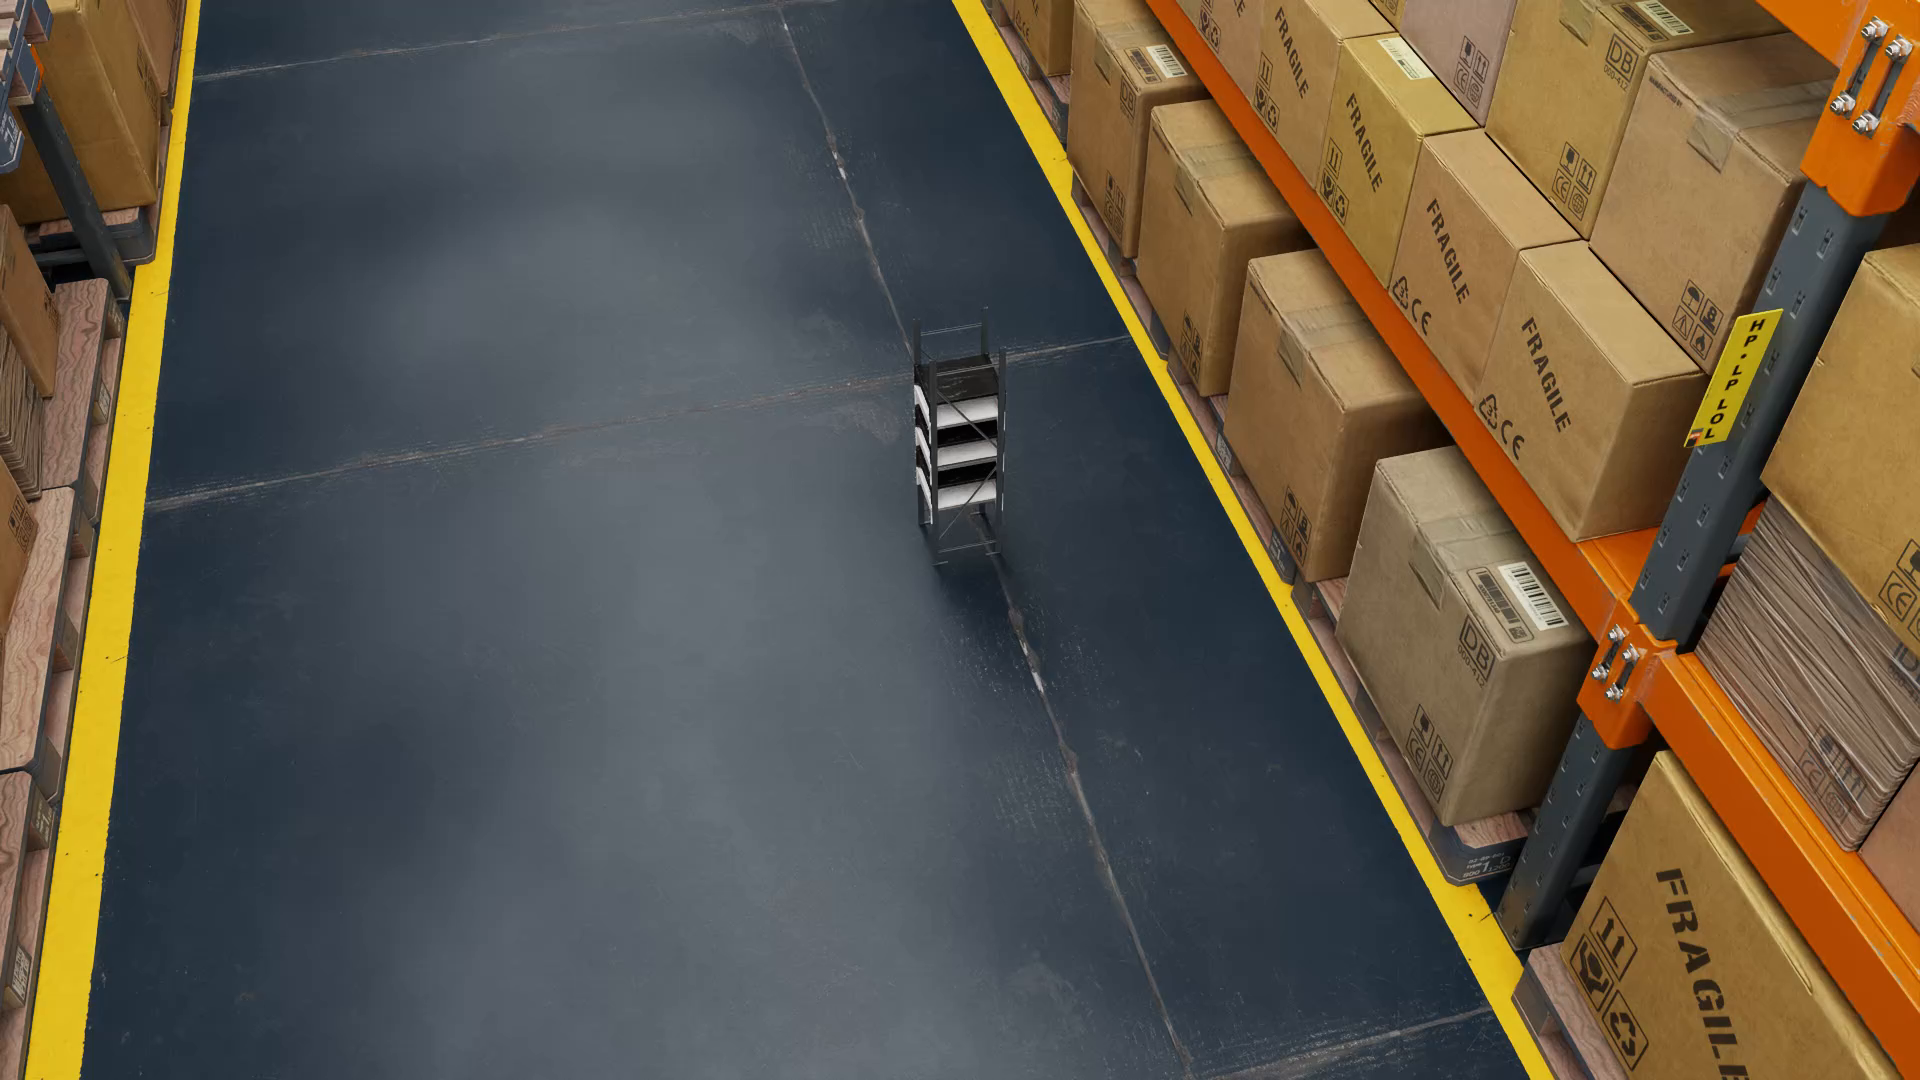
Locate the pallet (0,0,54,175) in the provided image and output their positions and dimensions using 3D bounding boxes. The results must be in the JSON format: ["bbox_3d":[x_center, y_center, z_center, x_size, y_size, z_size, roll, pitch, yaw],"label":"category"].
[{"bbox_3d":[-3.552,-1.420,5.175,1.213,0.211,1.003,-11,47,-10],"label":"pallet"}]

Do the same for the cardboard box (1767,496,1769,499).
[{"bbox_3d":[2.133,-0.482,4.052,0.500,0.500,0.500,-10,46,-10],"label":"cardboard box"}]

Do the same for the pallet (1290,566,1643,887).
[{"bbox_3d":[1.737,0.422,5.188,1.003,0.211,1.213,-11,47,-10],"label":"pallet"}]

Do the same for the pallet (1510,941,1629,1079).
[{"bbox_3d":[2.127,1.481,4.151,1.003,0.211,1.213,-11,47,-10],"label":"pallet"}]

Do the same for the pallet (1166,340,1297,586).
[{"bbox_3d":[1.421,-0.422,6.015,1.003,0.211,1.213,-11,47,-10],"label":"pallet"}]

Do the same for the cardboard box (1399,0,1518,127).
[{"bbox_3d":[1.612,-1.465,4.315,0.700,0.500,0.500,-10,46,-10],"label":"cardboard box"}]

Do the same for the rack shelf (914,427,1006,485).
[{"bbox_3d":[-0.002,-0.297,5.458,0.258,0.077,0.200,-11,47,-10],"label":"rack shelf"}]

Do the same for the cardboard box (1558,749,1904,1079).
[{"bbox_3d":[2.101,1.009,3.855,0.875,0.875,0.875,-10,46,-10],"label":"cardboard box"}]

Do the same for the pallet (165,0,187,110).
[{"bbox_3d":[-4.275,-2.382,7.937,1.003,0.211,1.213,-11,47,-10],"label":"pallet"}]

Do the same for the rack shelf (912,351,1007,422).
[{"bbox_3d":[-0.002,-0.486,5.265,0.258,0.077,0.200,-11,47,-10],"label":"rack shelf"}]

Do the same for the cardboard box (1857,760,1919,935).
[{"bbox_3d":[2.276,0.541,3.015,0.875,0.550,0.550,-11,47,-10],"label":"cardboard box"}]

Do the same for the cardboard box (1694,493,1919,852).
[{"bbox_3d":[2.114,0.165,3.383,0.875,0.550,0.550,-11,47,-10],"label":"cardboard box"}]

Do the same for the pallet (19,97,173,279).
[{"bbox_3d":[-3.966,-1.541,7.113,1.003,0.211,1.213,-11,47,-10],"label":"pallet"}]

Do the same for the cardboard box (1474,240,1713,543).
[{"bbox_3d":[1.616,-0.381,3.953,0.500,0.500,0.500,-11,47,-11],"label":"cardboard box"}]

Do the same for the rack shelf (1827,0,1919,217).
[{"bbox_3d":[2.520,0.548,1.516,1.077,0.370,4.000,-11,47,-10],"label":"rack shelf"}]

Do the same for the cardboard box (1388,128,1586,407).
[{"bbox_3d":[1.486,-0.730,4.295,0.500,0.500,0.500,-11,47,-11],"label":"cardboard box"}]

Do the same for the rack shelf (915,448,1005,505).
[{"bbox_3d":[-0.002,-0.234,5.522,0.258,0.077,0.200,-11,47,-10],"label":"rack shelf"}]

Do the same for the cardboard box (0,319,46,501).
[{"bbox_3d":[-3.492,-0.399,5.483,0.700,0.500,0.500,-14,47,-14],"label":"cardboard box"}]

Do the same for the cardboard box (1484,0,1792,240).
[{"bbox_3d":[1.741,-1.116,3.974,0.700,0.500,0.500,-11,47,-11],"label":"cardboard box"}]

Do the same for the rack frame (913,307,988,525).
[{"bbox_3d":[-0.028,-0.391,5.503,0.240,0.900,0.006,-11,47,-10],"label":"rack frame"}]

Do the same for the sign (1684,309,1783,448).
[{"bbox_3d":[1.486,-0.306,3.195,0.100,0.325,0.005,-11,47,-10],"label":"sign"}]

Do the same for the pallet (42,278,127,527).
[{"bbox_3d":[-3.638,-0.443,6.037,1.003,0.211,1.213,-11,47,-10],"label":"pallet"}]

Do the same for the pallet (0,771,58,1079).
[{"bbox_3d":[-3.014,1.241,4.386,1.003,0.211,1.213,-11,47,-10],"label":"pallet"}]

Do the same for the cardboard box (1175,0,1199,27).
[{"bbox_3d":[0.970,-2.121,5.659,0.500,0.500,0.500,-11,47,-11],"label":"cardboard box"}]

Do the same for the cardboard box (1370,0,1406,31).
[{"bbox_3d":[1.484,-1.814,4.657,0.700,0.500,0.500,-11,47,-11],"label":"cardboard box"}]

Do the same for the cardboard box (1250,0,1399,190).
[{"bbox_3d":[1.225,-1.429,4.980,0.500,0.500,0.500,-11,47,-11],"label":"cardboard box"}]

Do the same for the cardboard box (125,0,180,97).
[{"bbox_3d":[-4.214,-2.460,7.254,1.225,0.875,0.875,-11,47,-10],"label":"cardboard box"}]

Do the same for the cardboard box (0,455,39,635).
[{"bbox_3d":[-3.340,-0.009,5.100,0.700,0.500,0.500,-7,46,-7],"label":"cardboard box"}]

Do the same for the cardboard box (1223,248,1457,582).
[{"bbox_3d":[1.518,-0.473,5.395,1.050,0.750,0.750,-11,47,-10],"label":"cardboard box"}]

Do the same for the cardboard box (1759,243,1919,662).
[{"bbox_3d":[2.069,-0.204,2.989,0.875,0.550,0.550,-11,47,-10],"label":"cardboard box"}]

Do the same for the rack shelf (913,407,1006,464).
[{"bbox_3d":[-0.002,-0.360,5.394,0.258,0.077,0.200,-11,47,-10],"label":"rack shelf"}]

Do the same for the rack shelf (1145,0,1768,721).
[{"bbox_3d":[1.496,-1.164,5.294,1.077,0.370,4.000,-11,47,-10],"label":"rack shelf"}]

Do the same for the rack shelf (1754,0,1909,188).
[{"bbox_3d":[1.496,-2.214,4.223,1.077,0.370,4.000,-11,47,-10],"label":"rack shelf"}]

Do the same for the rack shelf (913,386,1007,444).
[{"bbox_3d":[-0.002,-0.423,5.329,0.258,0.077,0.200,-11,47,-10],"label":"rack shelf"}]

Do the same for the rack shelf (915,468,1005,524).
[{"bbox_3d":[-0.002,-0.171,5.586,0.258,0.077,0.200,-11,47,-10],"label":"rack shelf"}]

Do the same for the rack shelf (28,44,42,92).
[{"bbox_3d":[-3.325,-0.327,4.474,1.077,0.370,4.000,-11,47,-10],"label":"rack shelf"}]

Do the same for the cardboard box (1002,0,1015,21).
[{"bbox_3d":[0.433,-2.834,7.883,0.500,0.500,0.500,-9,46,-9],"label":"cardboard box"}]

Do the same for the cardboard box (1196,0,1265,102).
[{"bbox_3d":[1.099,-1.773,5.318,0.500,0.500,0.500,-11,47,-10],"label":"cardboard box"}]

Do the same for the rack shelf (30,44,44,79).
[{"bbox_3d":[-4.349,-3.088,7.180,1.077,0.370,4.000,-11,47,-10],"label":"rack shelf"}]

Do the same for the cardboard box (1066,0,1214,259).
[{"bbox_3d":[1.053,-1.719,6.616,1.050,0.750,0.750,-11,47,-11],"label":"cardboard box"}]

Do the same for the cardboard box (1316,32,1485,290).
[{"bbox_3d":[1.357,-1.079,4.637,0.500,0.500,0.500,-10,46,-10],"label":"cardboard box"}]

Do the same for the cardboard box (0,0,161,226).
[{"bbox_3d":[-3.994,-1.843,6.649,1.225,0.875,0.875,-13,47,-12],"label":"cardboard box"}]

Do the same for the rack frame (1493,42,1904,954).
[{"bbox_3d":[2.008,-0.035,3.684,1.000,3.000,0.127,-11,47,-10],"label":"rack frame"}]

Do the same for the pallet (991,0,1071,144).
[{"bbox_3d":[0.785,-2.360,7.915,1.003,0.211,1.213,-11,47,-10],"label":"pallet"}]

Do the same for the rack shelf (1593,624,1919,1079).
[{"bbox_3d":[2.520,1.598,2.587,1.077,0.370,4.000,-11,47,-10],"label":"rack shelf"}]

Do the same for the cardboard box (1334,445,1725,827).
[{"bbox_3d":[1.762,0.194,4.741,1.050,0.750,0.750,-11,47,-11],"label":"cardboard box"}]

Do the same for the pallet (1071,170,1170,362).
[{"bbox_3d":[1.113,-1.262,6.839,1.003,0.211,1.213,-11,47,-10],"label":"pallet"}]

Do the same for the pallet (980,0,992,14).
[{"bbox_3d":[0.476,-3.201,8.739,1.003,0.211,1.213,-11,47,-10],"label":"pallet"}]

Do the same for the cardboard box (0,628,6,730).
[{"bbox_3d":[-3.197,0.377,4.723,0.700,0.500,0.500,-14,47,-14],"label":"cardboard box"}]

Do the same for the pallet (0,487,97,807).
[{"bbox_3d":[-3.330,0.397,5.213,1.003,0.211,1.213,-11,47,-10],"label":"pallet"}]

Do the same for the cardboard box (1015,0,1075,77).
[{"bbox_3d":[0.562,-2.475,7.531,0.500,0.500,0.500,-11,47,-11],"label":"cardboard box"}]

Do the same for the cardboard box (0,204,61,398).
[{"bbox_3d":[-3.646,-0.779,5.856,0.700,0.500,0.500,-13,47,-12],"label":"cardboard box"}]

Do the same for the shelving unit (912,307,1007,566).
[{"bbox_3d":[-0.002,-0.321,5.434,0.258,0.900,0.210,-11,47,-10],"label":"shelving unit"}]

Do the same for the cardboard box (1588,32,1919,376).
[{"bbox_3d":[1.875,-0.761,3.626,0.700,0.500,0.500,-11,47,-11],"label":"cardboard box"}]

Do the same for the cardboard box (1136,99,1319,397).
[{"bbox_3d":[1.280,-1.116,6.025,1.050,0.750,0.750,-10,46,-10],"label":"cardboard box"}]

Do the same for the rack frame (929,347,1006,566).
[{"bbox_3d":[0.024,-0.250,5.365,0.240,0.900,0.006,-11,47,-10],"label":"rack frame"}]

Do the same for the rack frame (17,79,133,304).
[{"bbox_3d":[-3.837,-1.959,5.570,1.000,3.000,0.127,-11,47,-10],"label":"rack frame"}]
